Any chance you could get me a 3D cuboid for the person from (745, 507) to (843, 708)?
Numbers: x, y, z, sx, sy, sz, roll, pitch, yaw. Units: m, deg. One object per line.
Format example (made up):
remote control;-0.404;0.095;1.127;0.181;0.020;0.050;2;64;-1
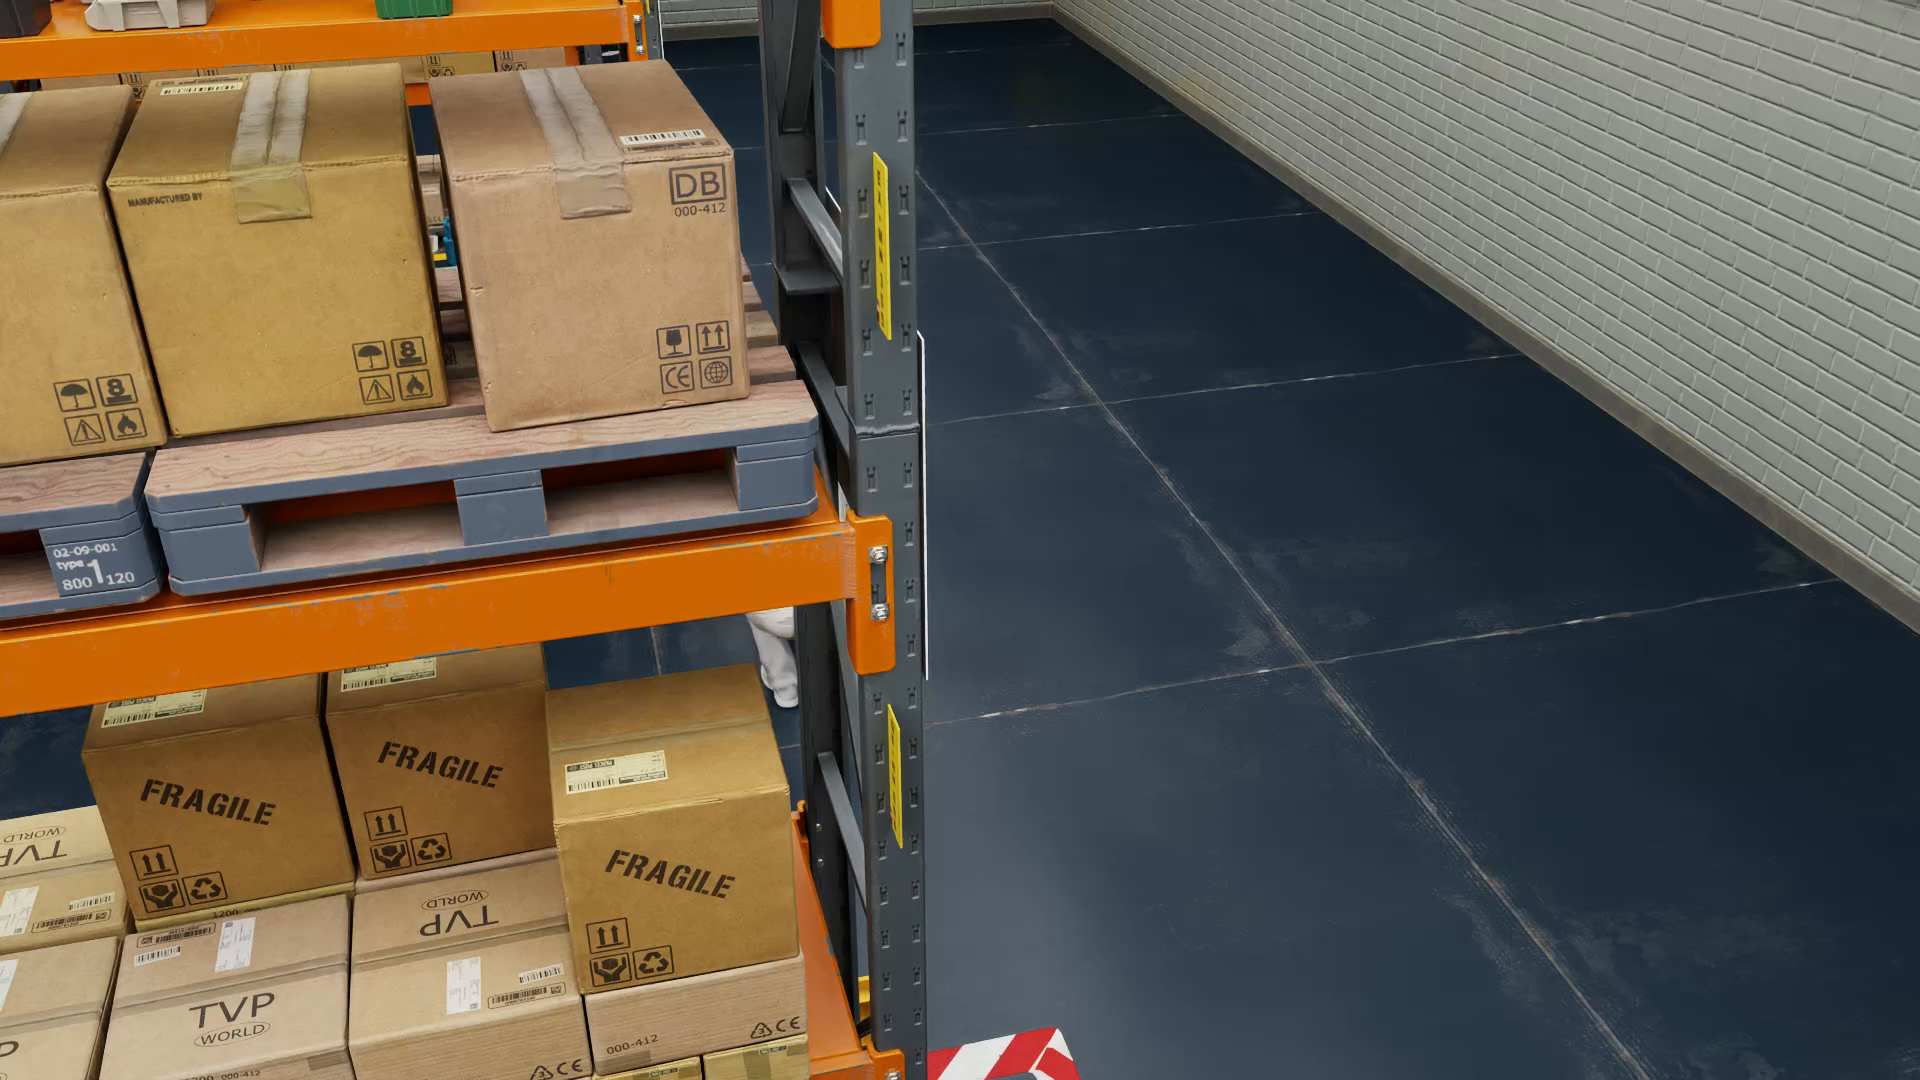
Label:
person;-0.759;0.188;7.595;0.607;1.004;0.894;-8;31;-13
